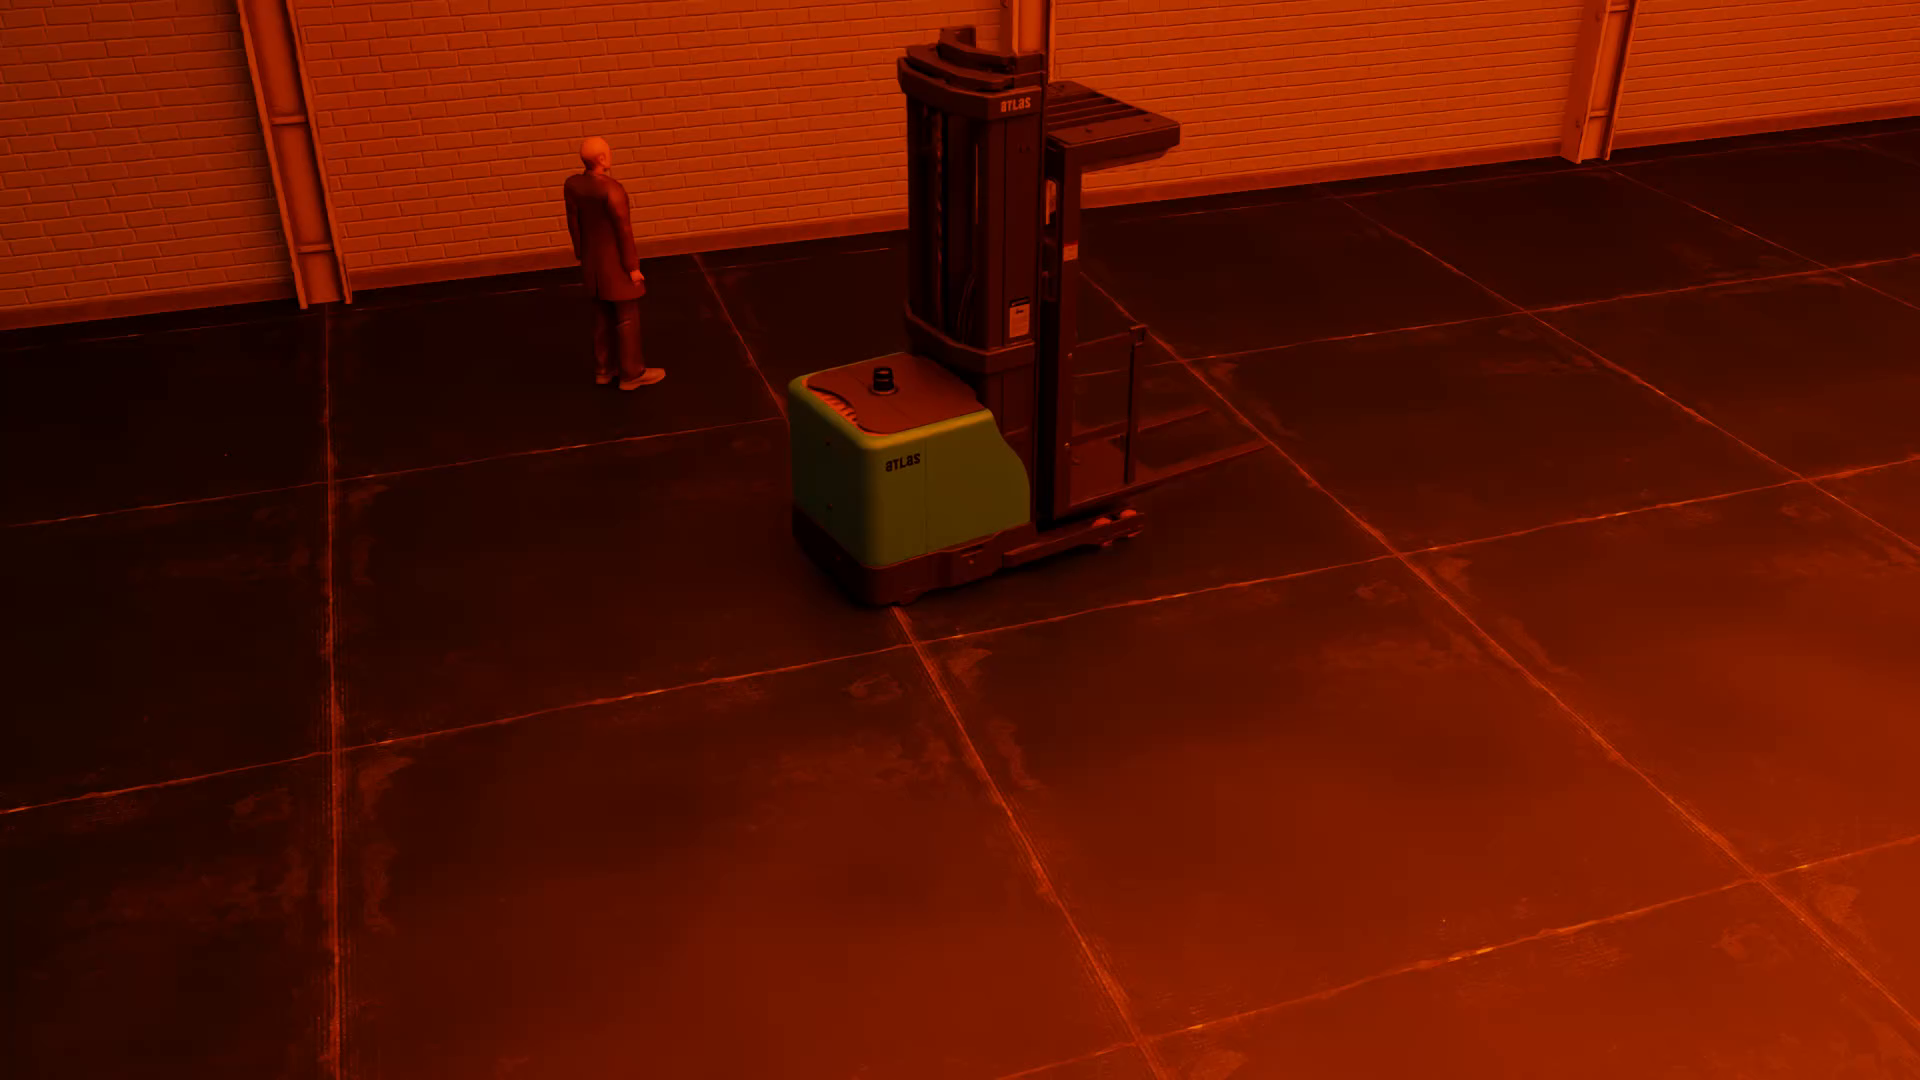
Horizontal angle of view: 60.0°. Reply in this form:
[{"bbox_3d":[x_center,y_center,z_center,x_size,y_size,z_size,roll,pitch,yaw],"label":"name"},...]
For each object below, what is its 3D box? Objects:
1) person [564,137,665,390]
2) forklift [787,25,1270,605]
[{"bbox_3d":[-2.426,-1.942,11.613,0.566,1.783,0.381,19,35,29],"label":"person"},{"bbox_3d":[0.523,-1.442,9.593,3.031,2.935,1.130,-17,34,-27],"label":"forklift"}]
